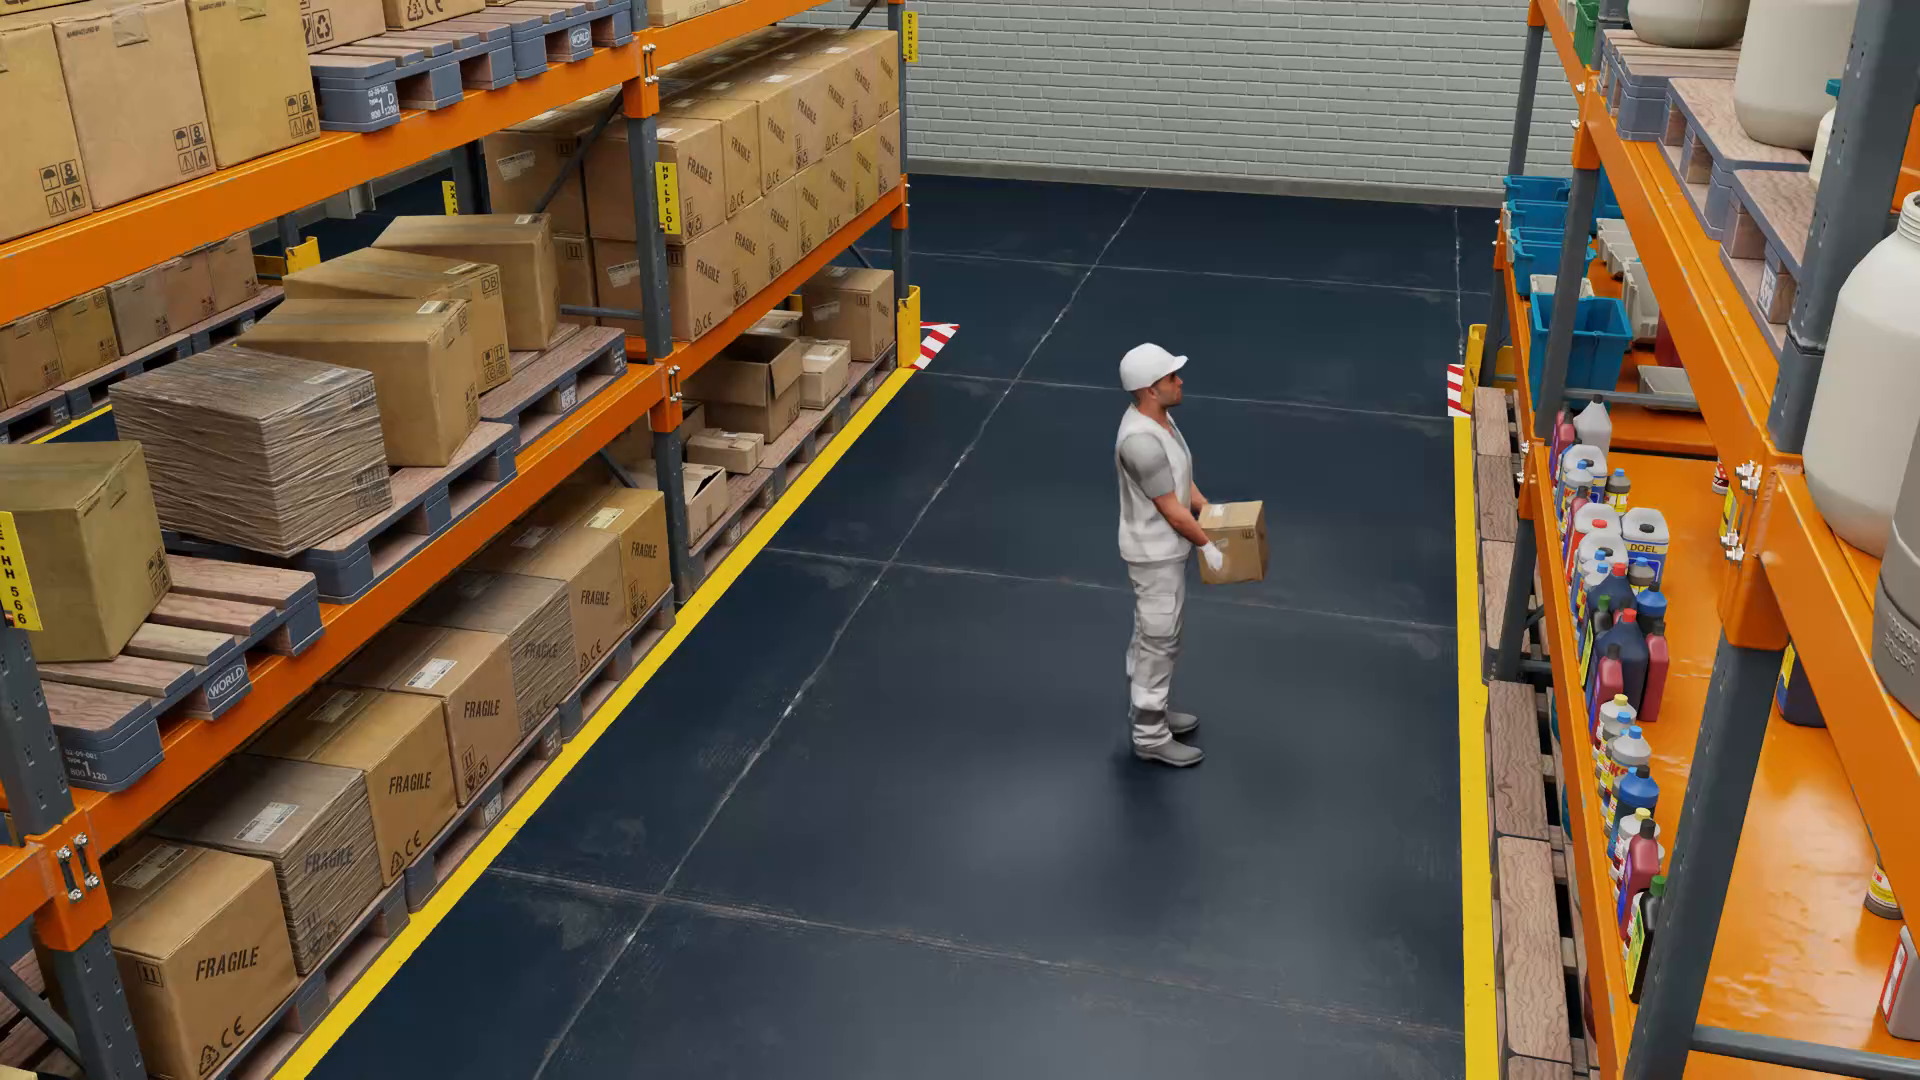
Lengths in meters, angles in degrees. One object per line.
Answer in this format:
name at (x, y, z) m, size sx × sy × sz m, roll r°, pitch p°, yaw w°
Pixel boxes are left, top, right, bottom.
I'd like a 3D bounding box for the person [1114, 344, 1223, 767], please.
person at (0.904, 0.053, 6.962) m, size 0.546 × 1.793 × 0.527 m, roll 4°, pitch 25°, yaw 8°
